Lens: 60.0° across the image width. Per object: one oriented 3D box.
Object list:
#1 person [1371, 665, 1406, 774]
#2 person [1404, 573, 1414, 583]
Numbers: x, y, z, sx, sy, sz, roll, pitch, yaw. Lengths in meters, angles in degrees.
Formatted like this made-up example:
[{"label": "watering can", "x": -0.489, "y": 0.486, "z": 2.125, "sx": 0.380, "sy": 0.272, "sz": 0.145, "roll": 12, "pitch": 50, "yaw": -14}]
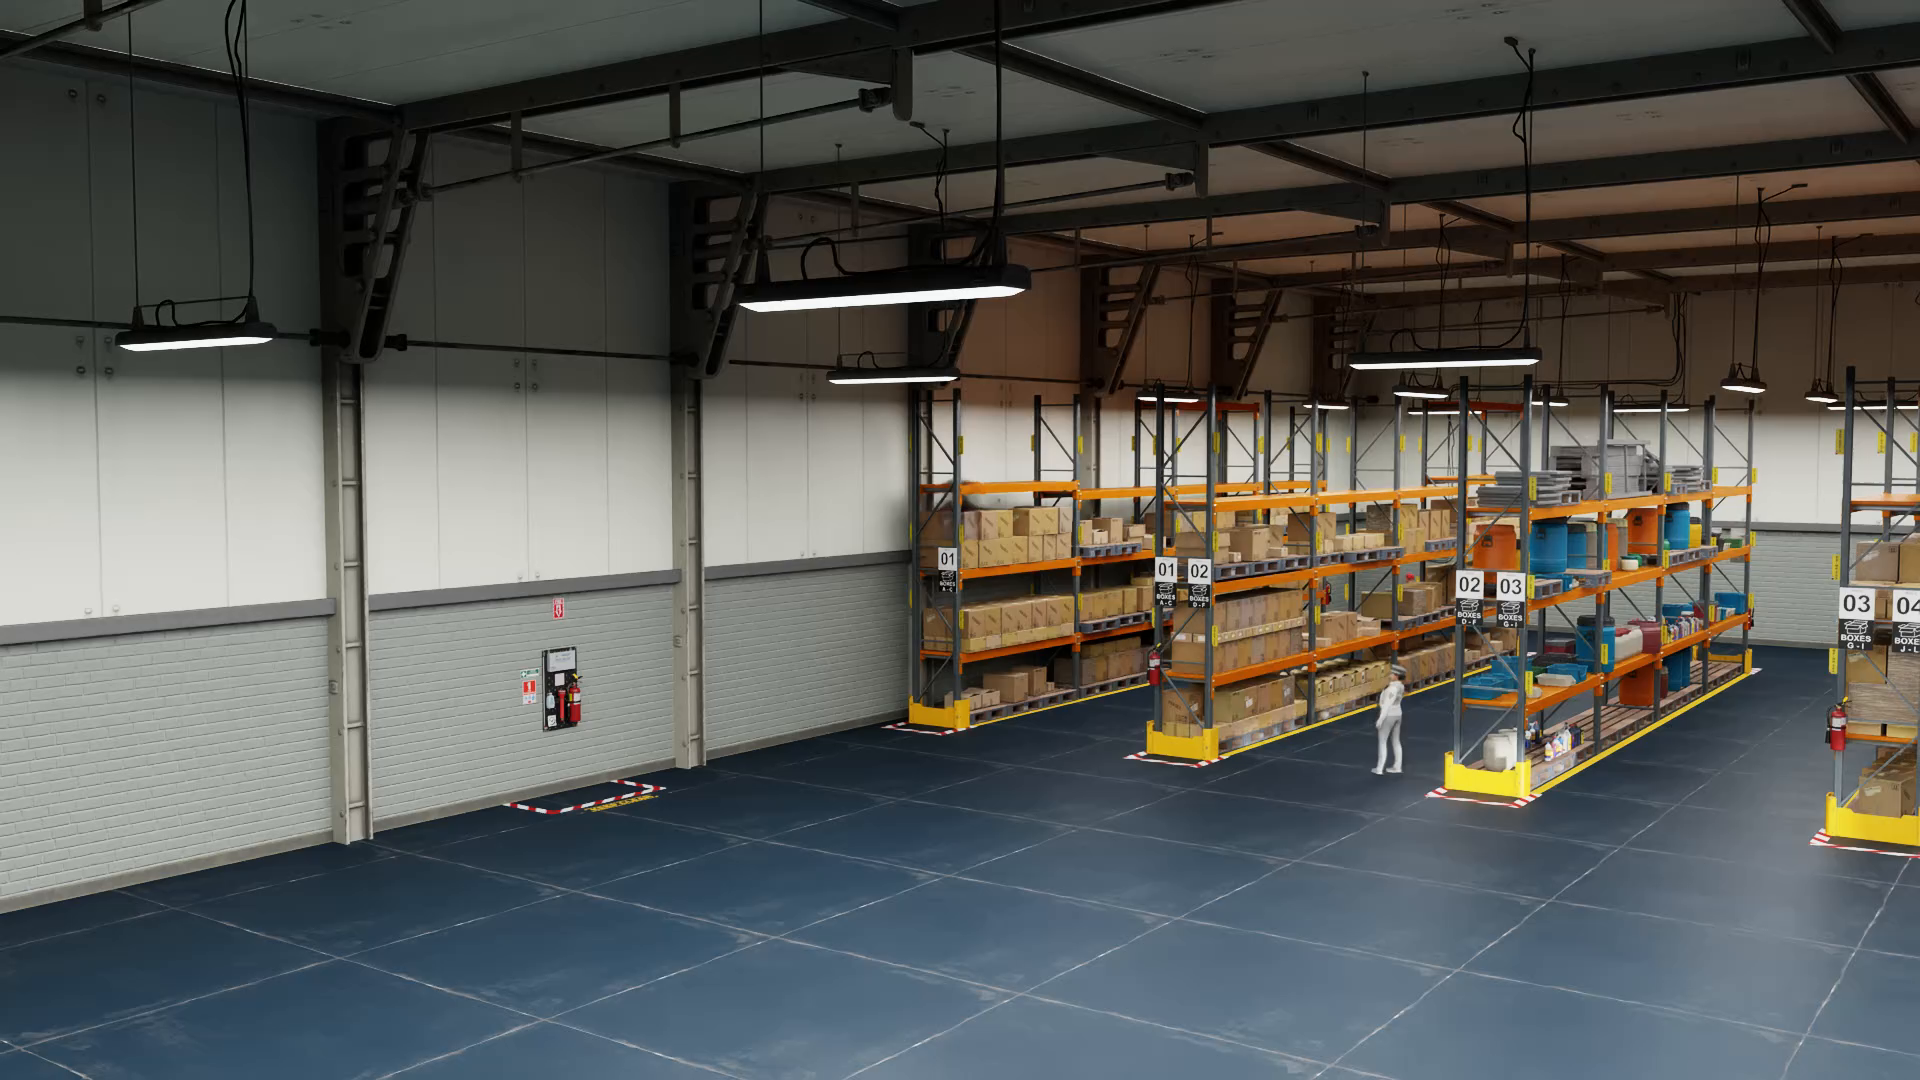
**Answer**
[{"label": "person", "x": 6.511, "y": 2.726, "z": 25.260, "sx": 0.542, "sy": 1.682, "sz": 0.473, "roll": -3, "pitch": 4, "yaw": -43}, {"label": "person", "x": 11.271, "y": 1.741, "z": 41.687, "sx": 0.578, "sy": 1.802, "sz": 0.569, "roll": 0, "pitch": 3, "yaw": 5}]
